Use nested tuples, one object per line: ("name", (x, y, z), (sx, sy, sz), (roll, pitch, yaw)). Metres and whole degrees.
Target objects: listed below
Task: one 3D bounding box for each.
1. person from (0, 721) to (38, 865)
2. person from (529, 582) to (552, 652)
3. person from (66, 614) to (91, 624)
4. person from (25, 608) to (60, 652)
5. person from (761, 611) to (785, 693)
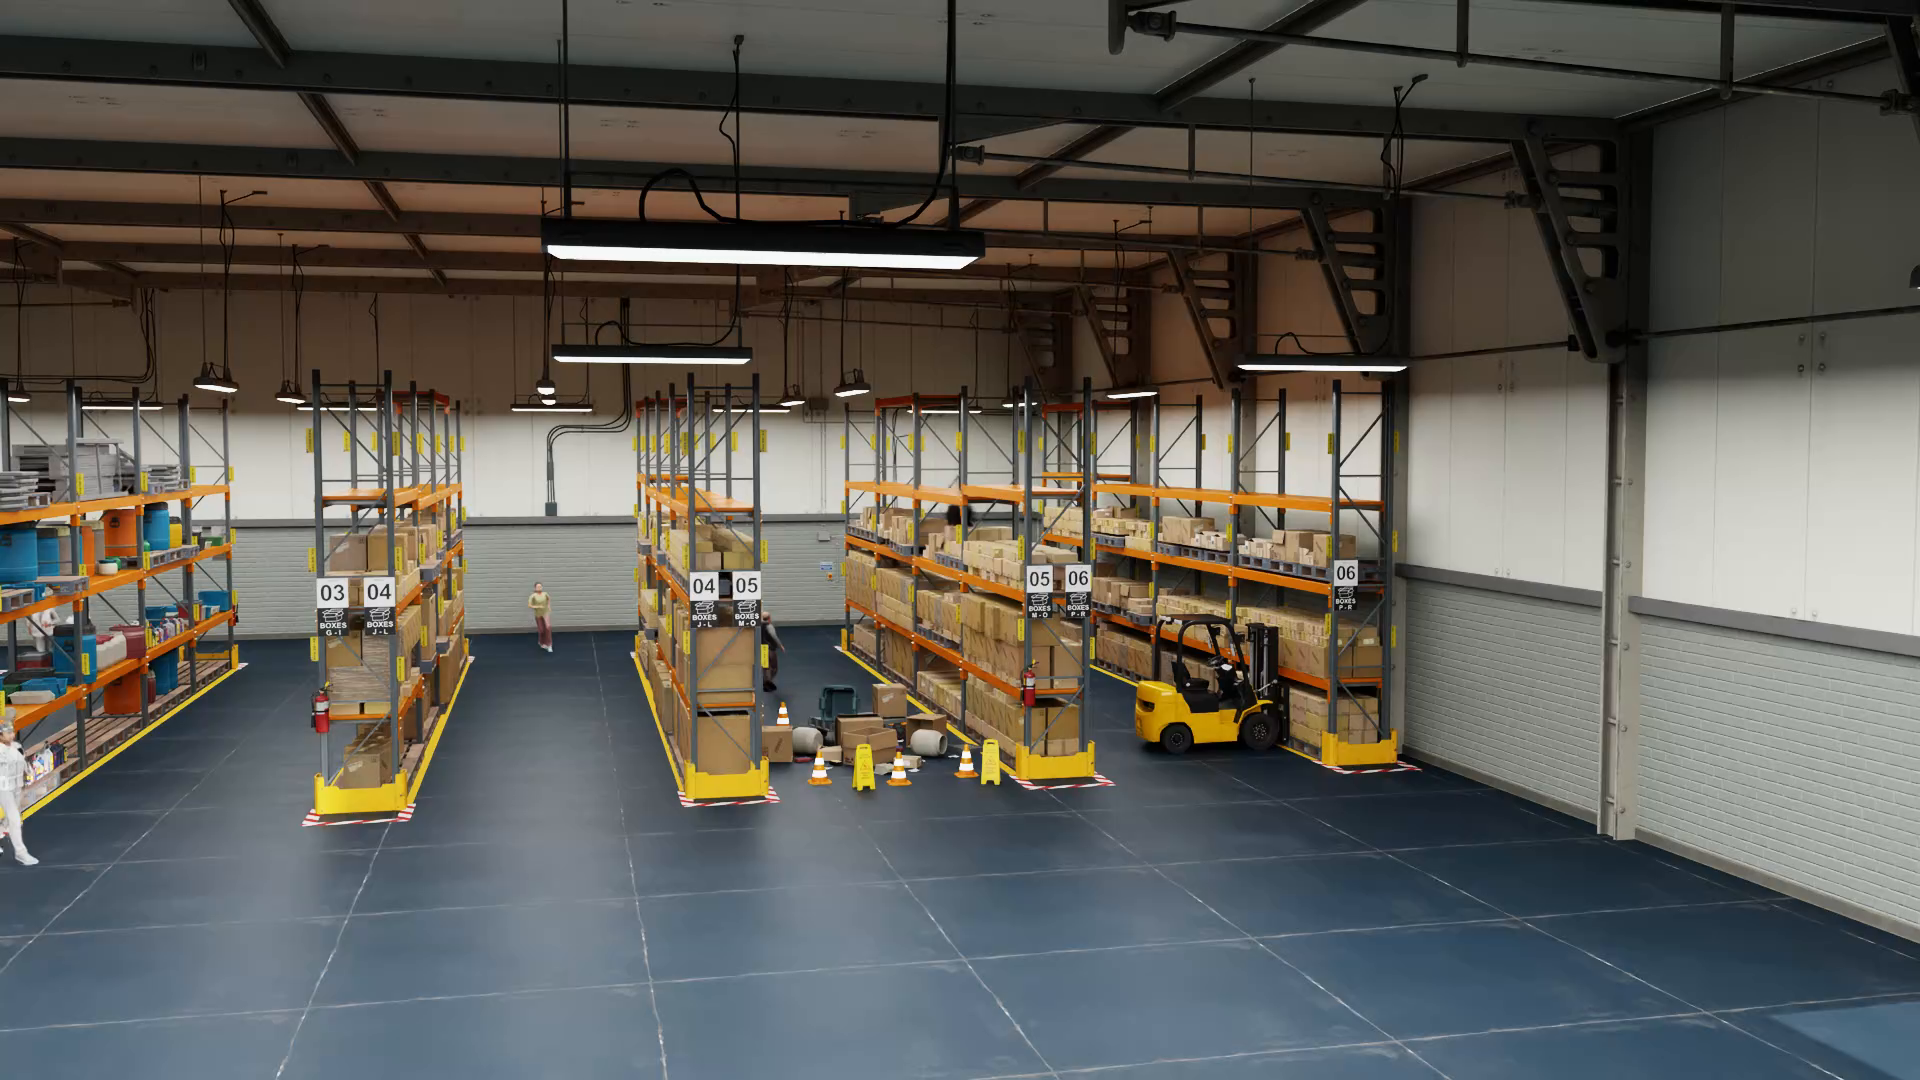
("person", (-11.374, 2.993, 19.814), (0.849, 1.710, 0.652), (1, 3, 15))
("person", (-10.071, 1.836, 39.958), (0.568, 1.641, 0.960), (-2, 4, -27))
("person", (-18.760, 2.155, 35.412), (0.551, 1.626, 0.816), (-3, 4, -37))
("person", (-19.618, 2.049, 35.559), (0.691, 1.772, 0.937), (-1, 4, -23))
("person", (-3.889, 2.277, 33.432), (0.764, 1.659, 0.641), (1, 4, 20))
